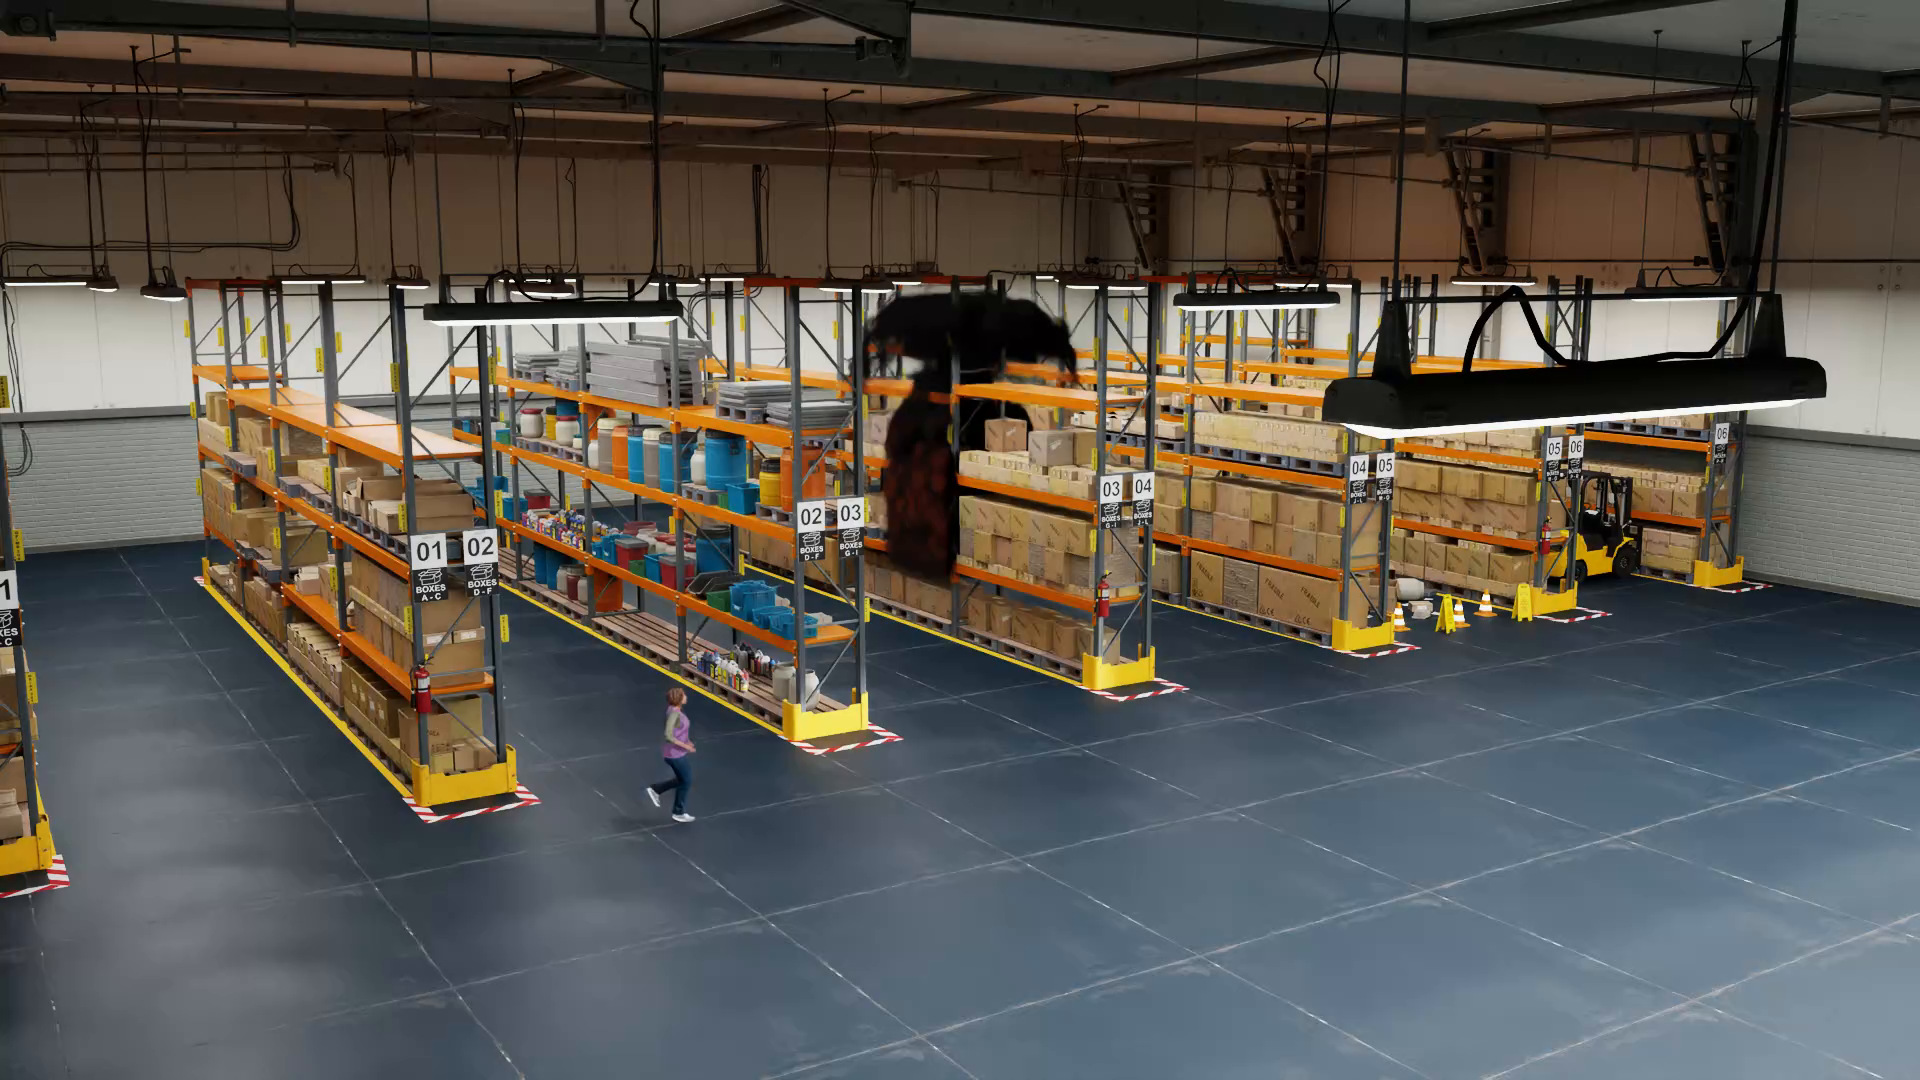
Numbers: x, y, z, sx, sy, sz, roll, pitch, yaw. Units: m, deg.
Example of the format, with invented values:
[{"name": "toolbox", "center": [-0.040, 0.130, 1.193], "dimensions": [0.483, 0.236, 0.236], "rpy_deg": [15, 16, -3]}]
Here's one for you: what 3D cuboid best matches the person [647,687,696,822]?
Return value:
[{"name": "person", "center": [-3.281, 2.448, 18.864], "dimensions": [0.591, 1.585, 0.531], "rpy_deg": [-1, 10, -4]}]
